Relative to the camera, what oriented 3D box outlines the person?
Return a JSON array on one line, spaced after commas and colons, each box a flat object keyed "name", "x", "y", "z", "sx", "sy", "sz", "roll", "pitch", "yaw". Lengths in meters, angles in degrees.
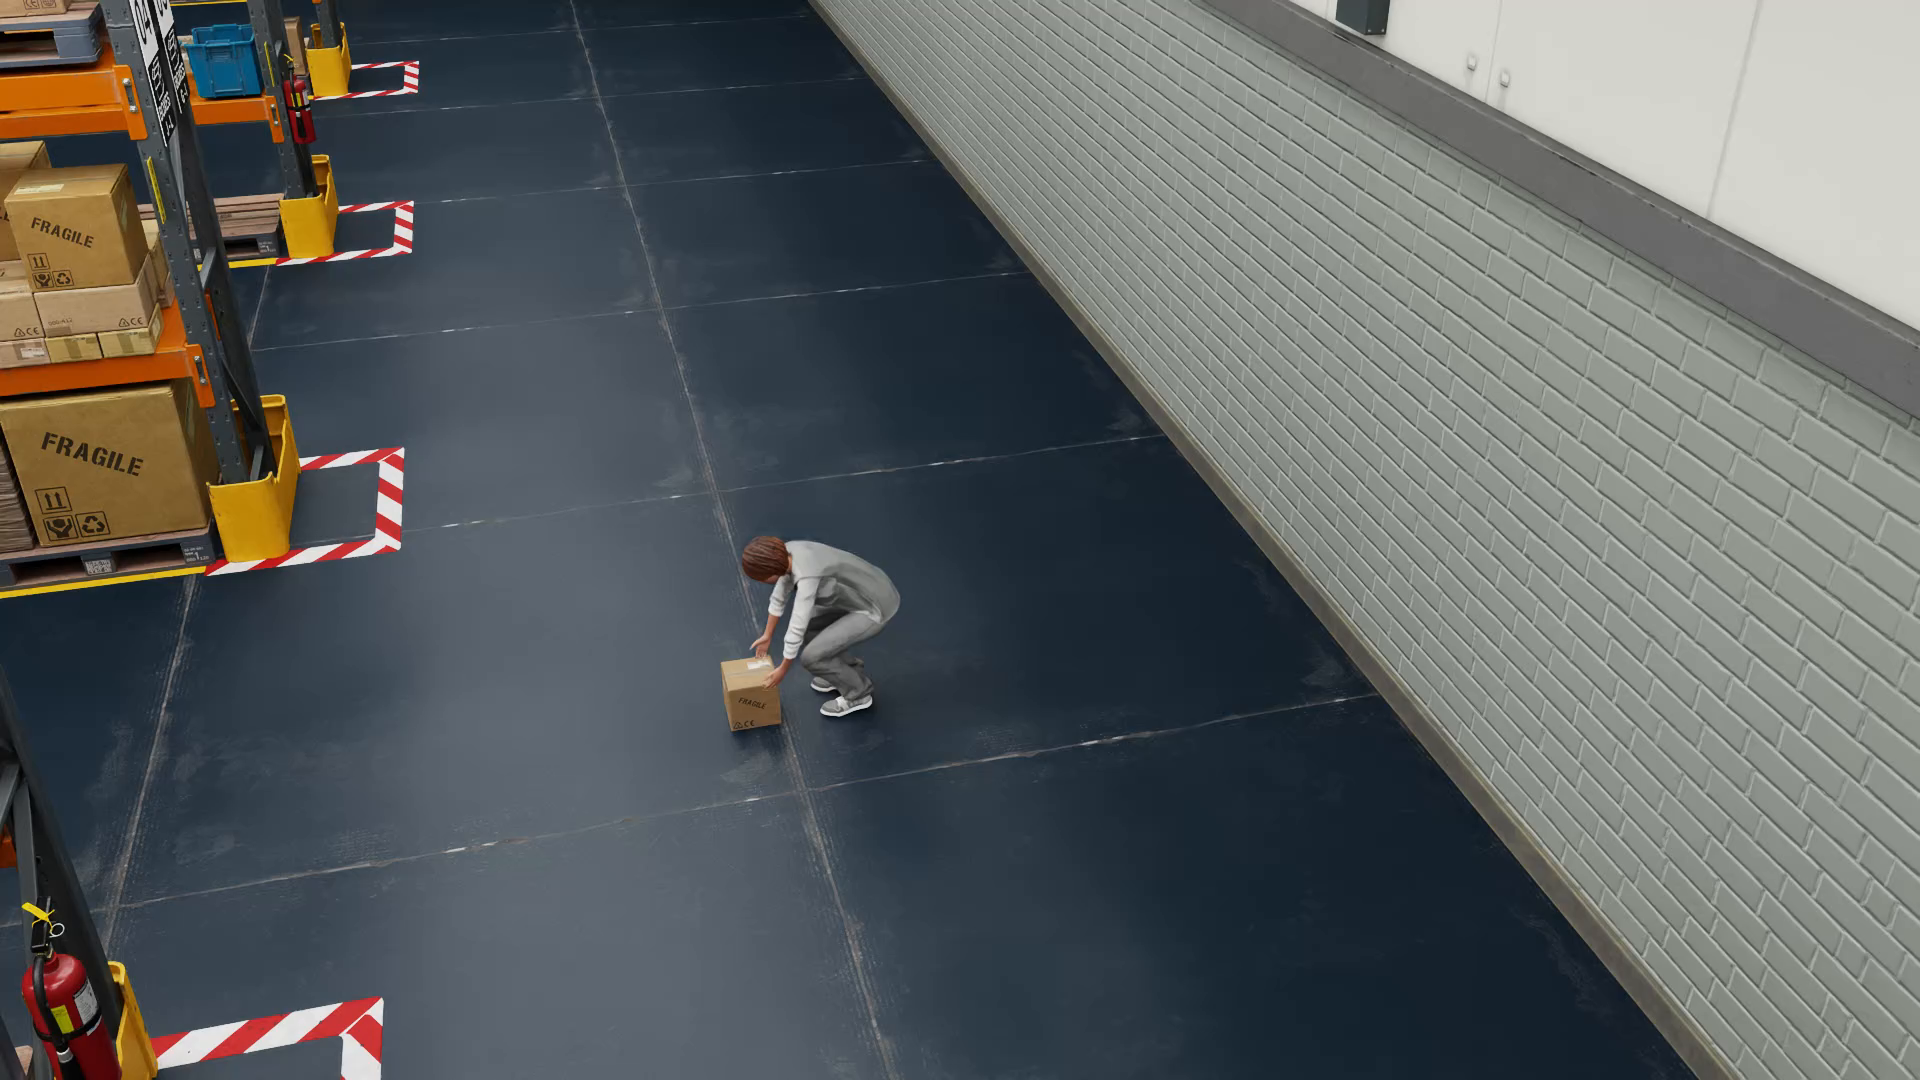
[{"name": "person", "x": -0.666, "y": 0.394, "z": 8.152, "sx": 0.768, "sy": 1.010, "sz": 0.458, "roll": -8, "pitch": 32, "yaw": -13}]
